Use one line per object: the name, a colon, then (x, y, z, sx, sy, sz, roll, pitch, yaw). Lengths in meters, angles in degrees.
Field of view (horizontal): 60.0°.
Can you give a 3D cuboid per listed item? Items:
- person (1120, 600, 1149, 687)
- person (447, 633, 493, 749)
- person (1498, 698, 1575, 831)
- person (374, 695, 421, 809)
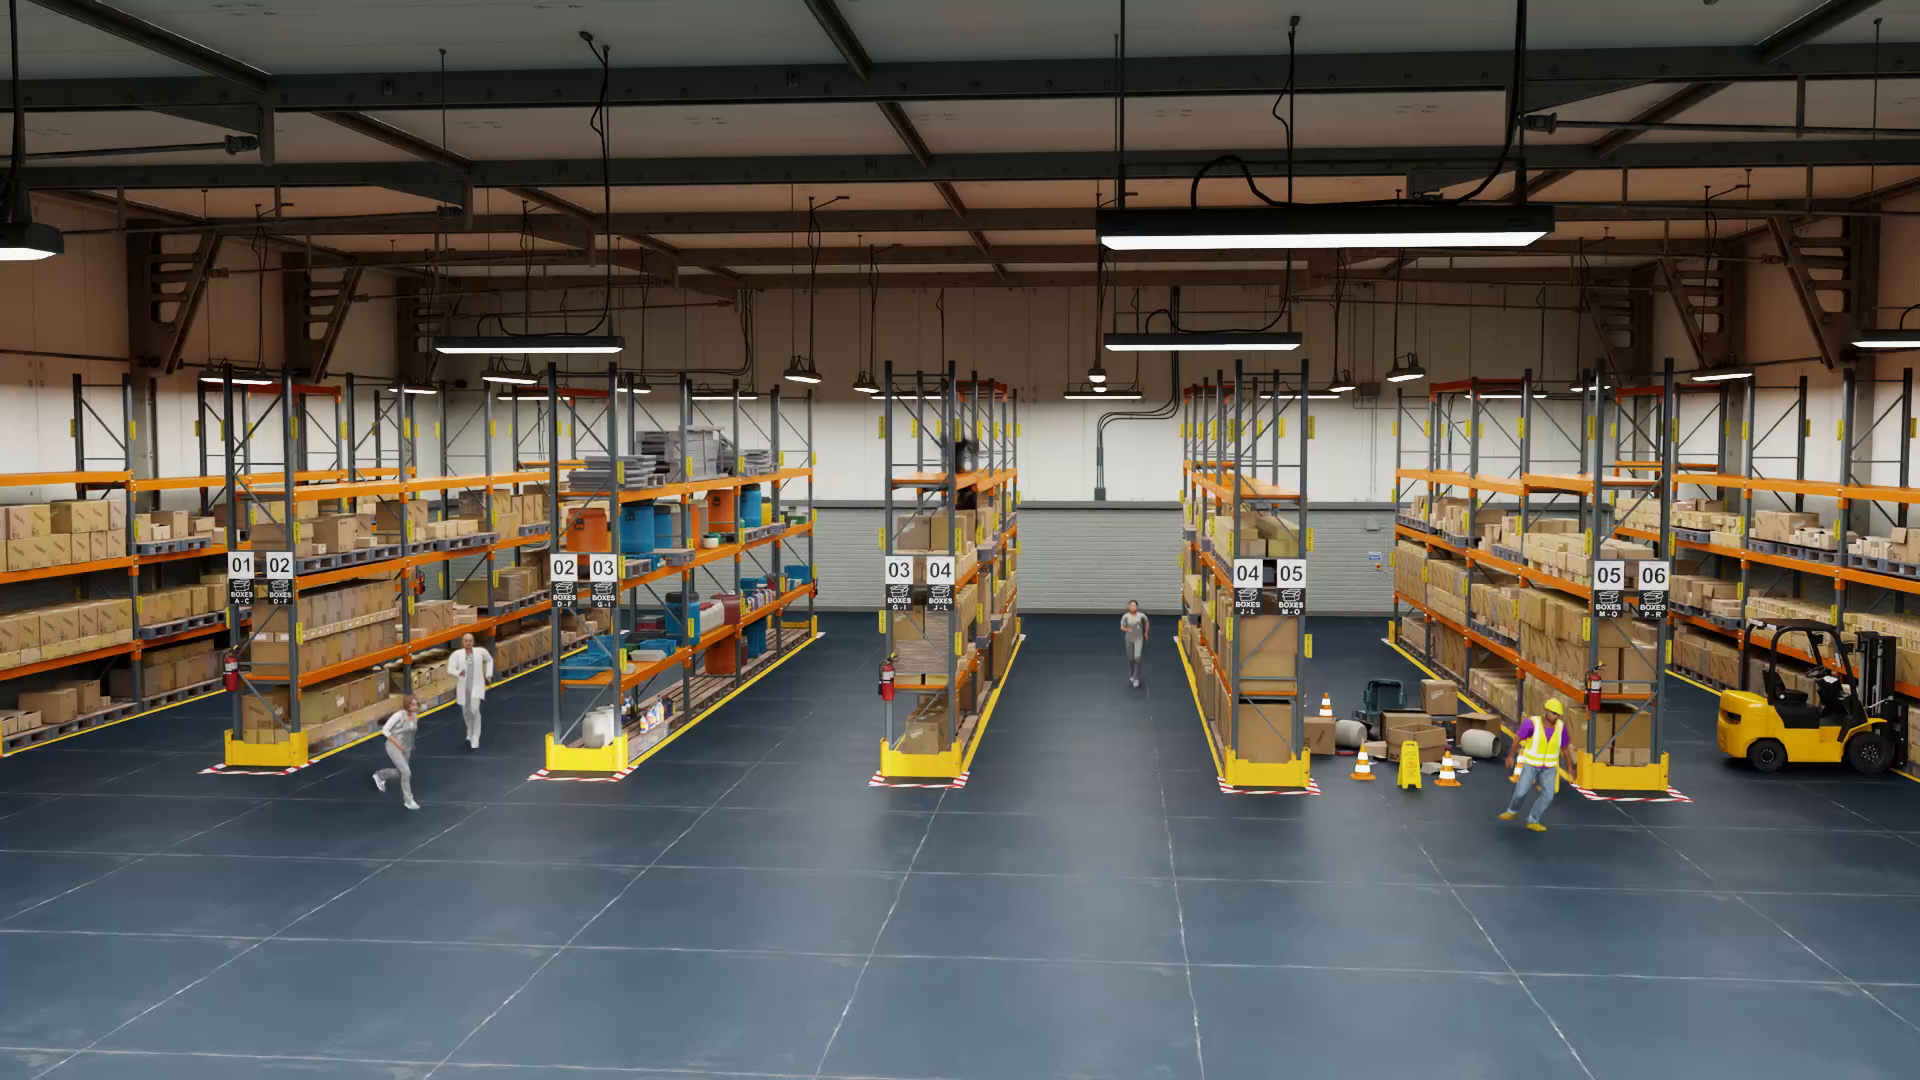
person: (3.423, 2.031, 32.660, 0.533, 1.696, 0.818, 1, 4, 11)
person: (-7.766, 2.389, 26.355, 0.643, 1.836, 0.910, 0, 4, -6)
person: (7.204, 2.784, 20.750, 0.834, 1.685, 0.688, 0, 4, 0)
person: (-7.511, 2.807, 22.094, 0.826, 1.549, 0.539, 2, 4, 33)
